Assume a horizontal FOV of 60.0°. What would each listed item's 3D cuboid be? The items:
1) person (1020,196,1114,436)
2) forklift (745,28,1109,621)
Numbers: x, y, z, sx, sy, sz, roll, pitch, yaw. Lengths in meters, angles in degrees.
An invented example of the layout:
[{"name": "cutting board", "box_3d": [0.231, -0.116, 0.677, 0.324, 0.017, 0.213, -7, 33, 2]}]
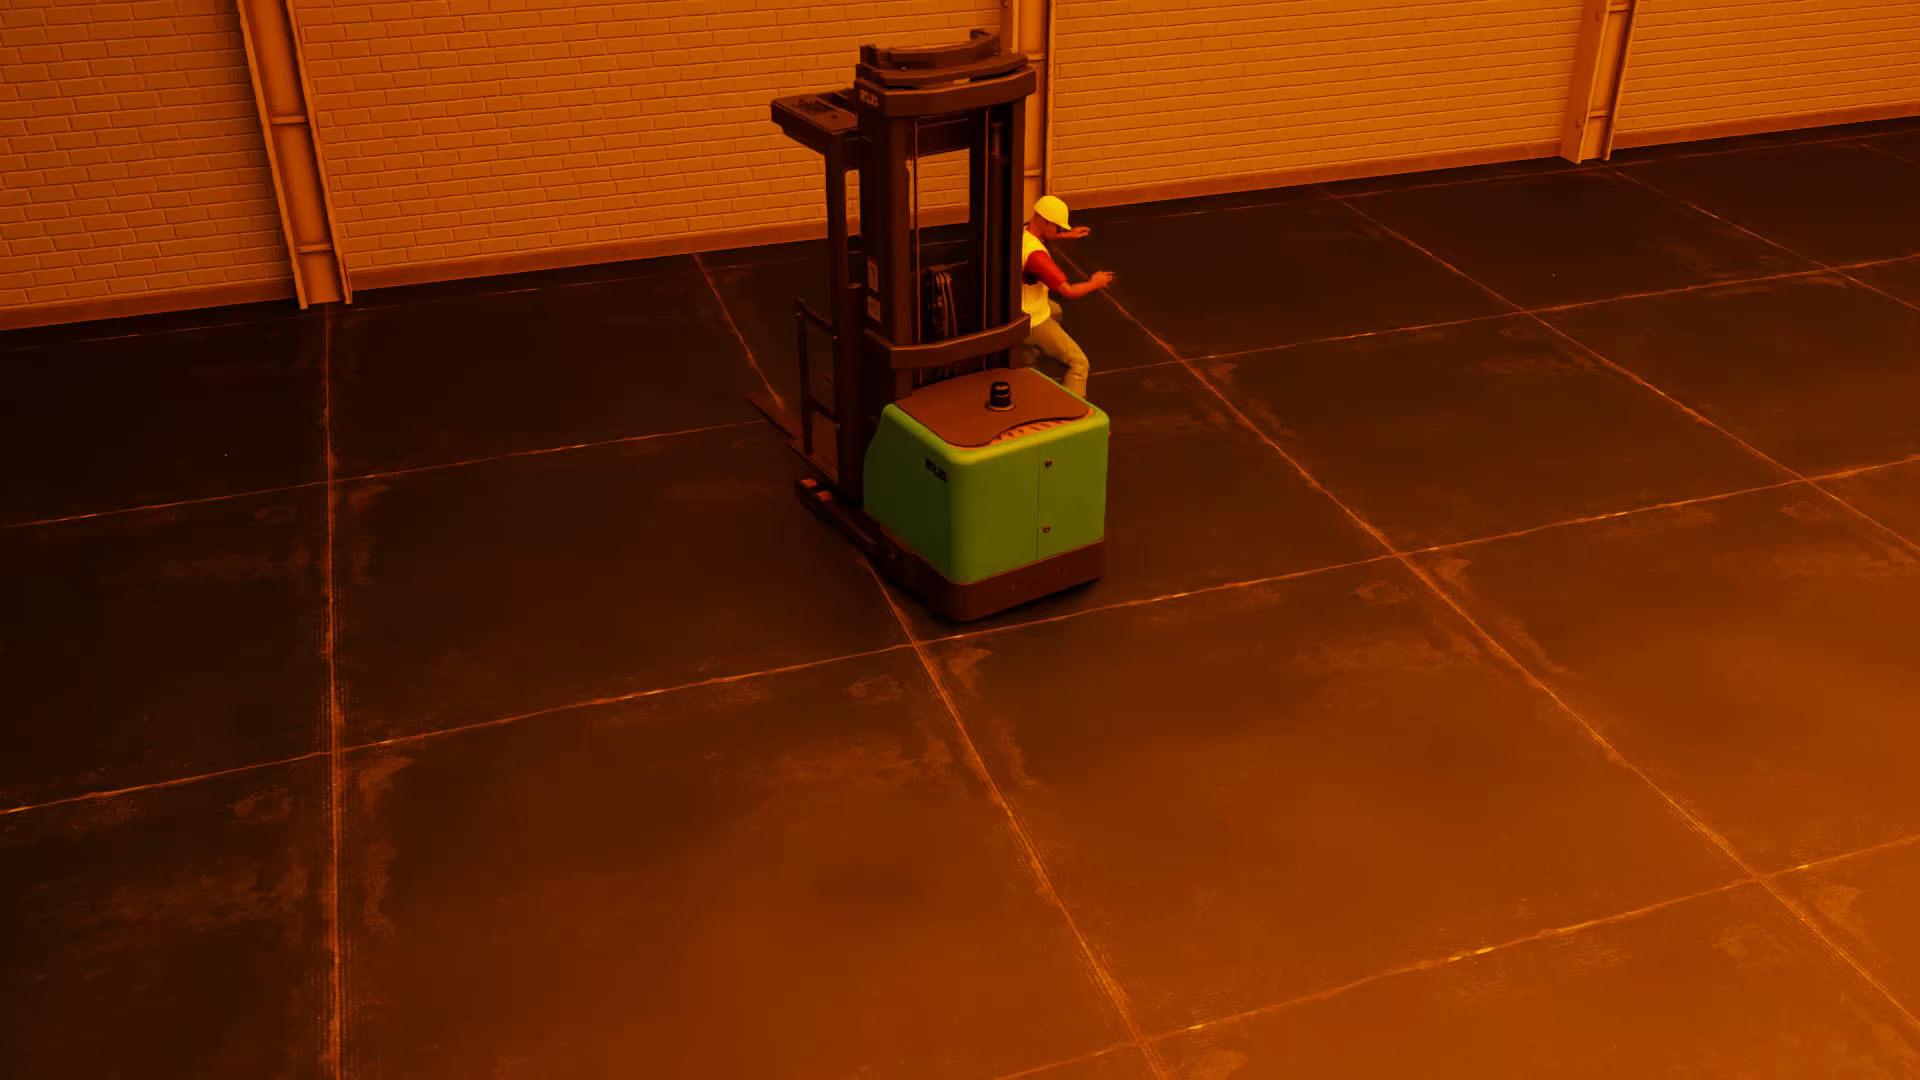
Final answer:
[{"name": "person", "box_3d": [0.637, -1.585, 11.231, 0.720, 1.539, 1.129, -4, 30, -7]}, {"name": "forklift", "box_3d": [-0.375, -1.520, 9.728, 1.130, 2.935, 3.031, -17, 34, -27]}]
